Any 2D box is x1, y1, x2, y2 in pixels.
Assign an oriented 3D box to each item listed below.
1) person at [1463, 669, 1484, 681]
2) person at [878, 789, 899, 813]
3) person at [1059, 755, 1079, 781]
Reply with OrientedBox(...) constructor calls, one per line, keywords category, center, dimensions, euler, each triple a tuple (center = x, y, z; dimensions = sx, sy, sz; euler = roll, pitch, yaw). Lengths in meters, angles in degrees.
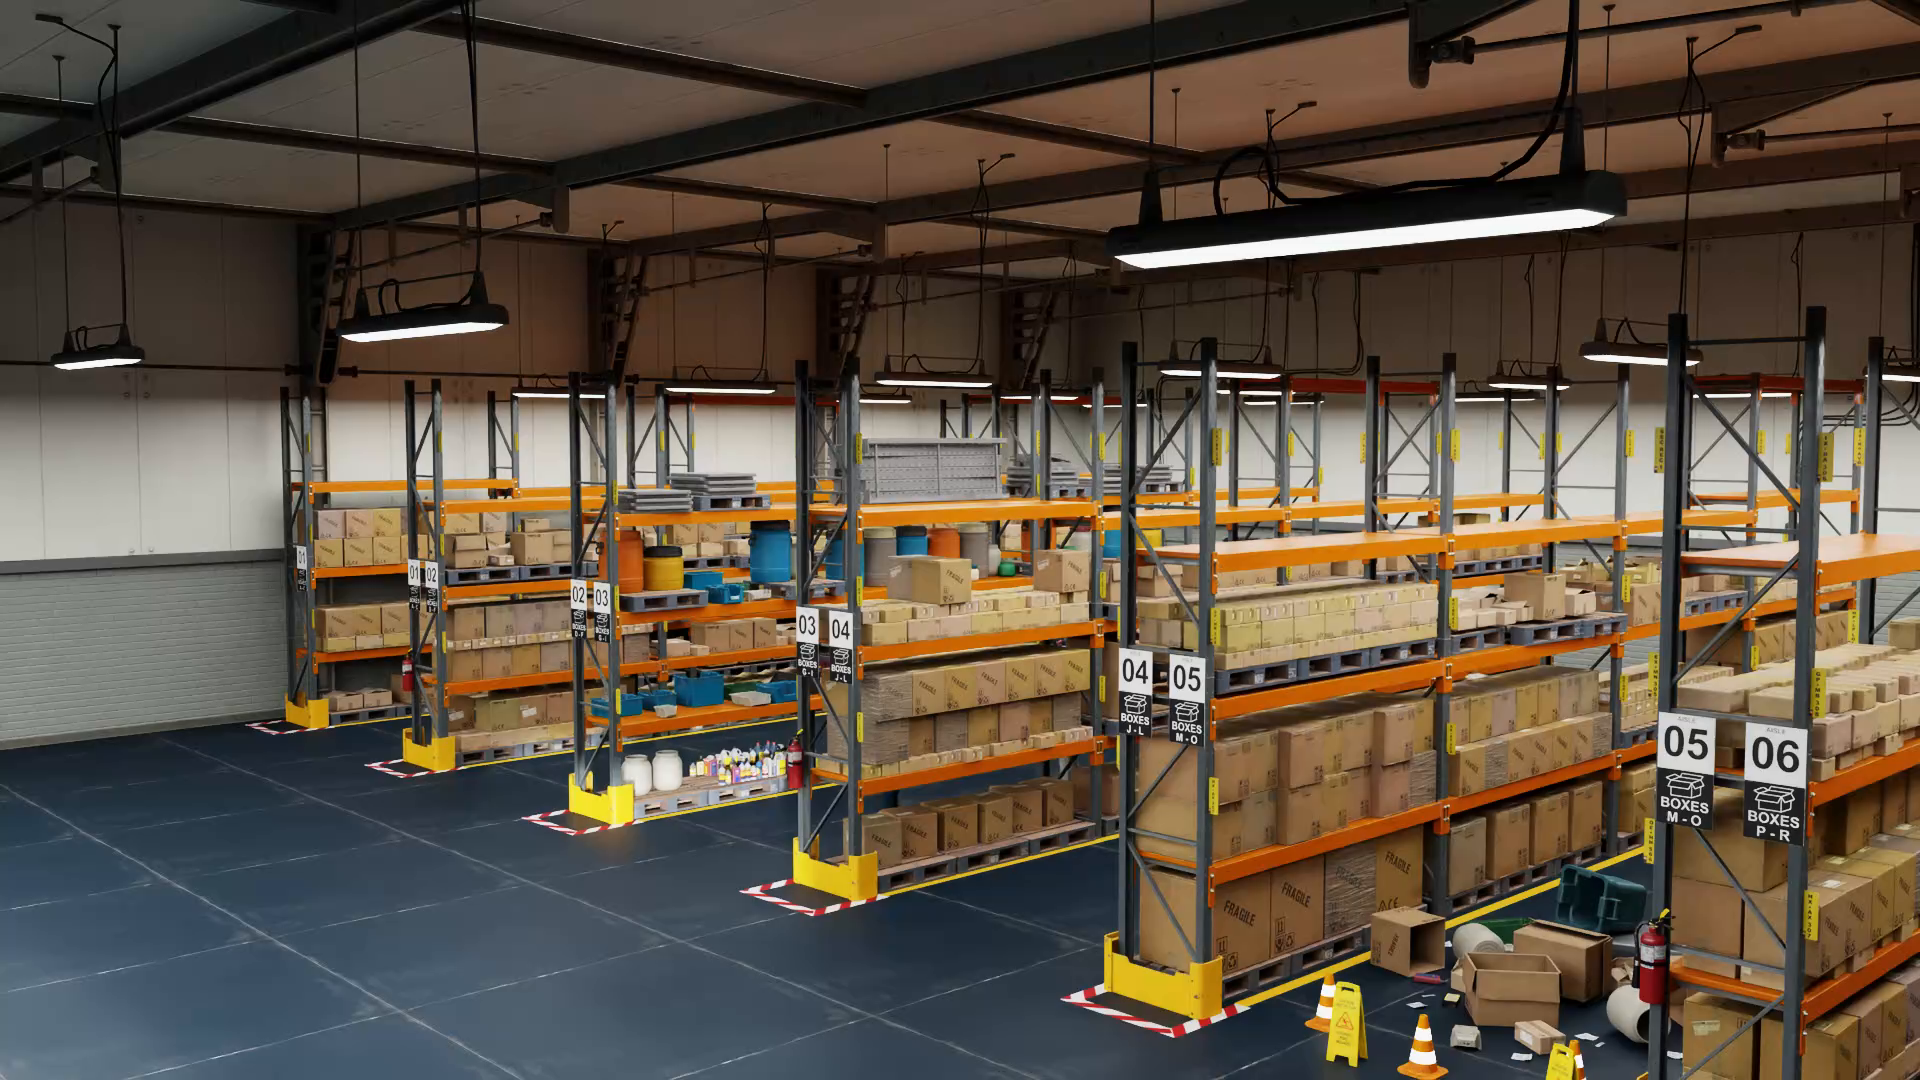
OrientedBox(category="person", center=(7.805, 2.659, 25.428), dimensions=(0.425, 1.788, 0.688), euler=(1, 4, 18))
OrientedBox(category="person", center=(-0.973, 2.944, 22.262), dimensions=(0.353, 1.598, 0.498), euler=(1, 4, 20))
OrientedBox(category="person", center=(1.545, 2.796, 23.953), dimensions=(0.388, 1.697, 0.528), euler=(2, 4, 28))
